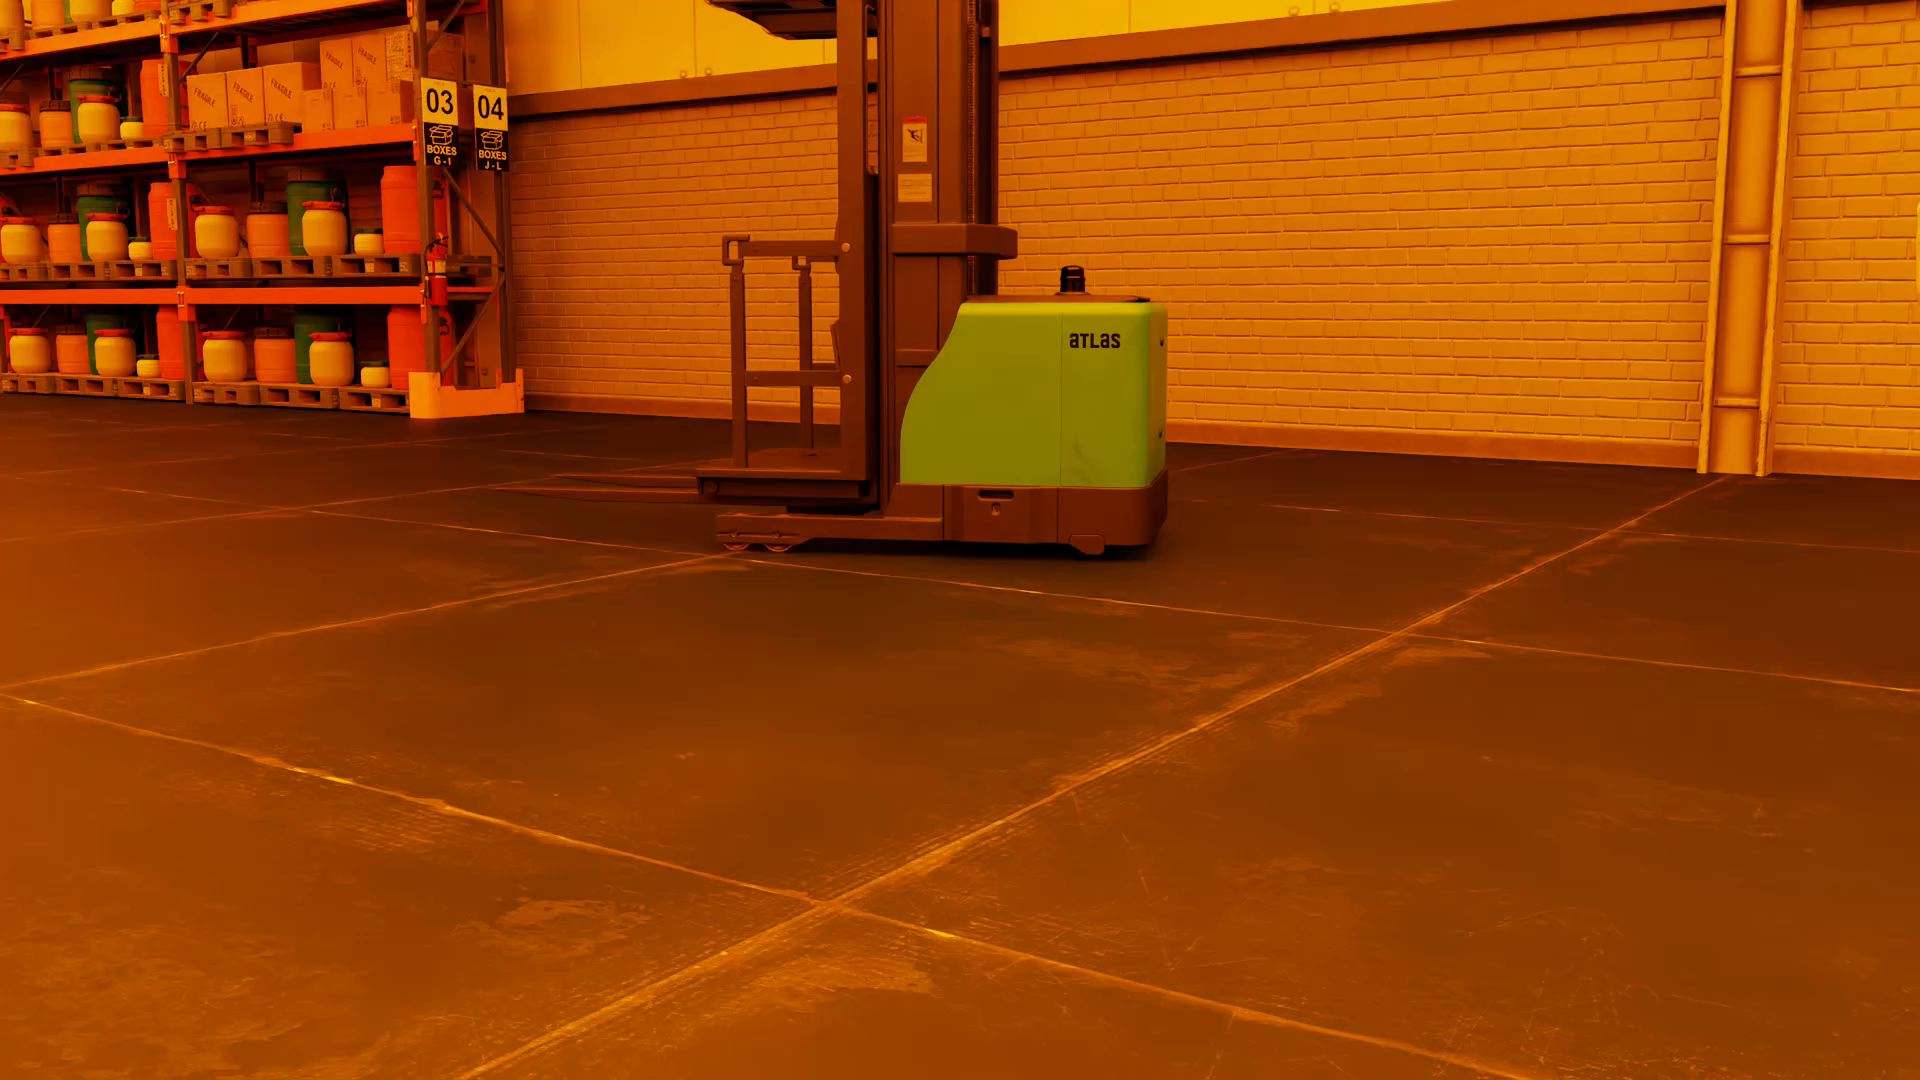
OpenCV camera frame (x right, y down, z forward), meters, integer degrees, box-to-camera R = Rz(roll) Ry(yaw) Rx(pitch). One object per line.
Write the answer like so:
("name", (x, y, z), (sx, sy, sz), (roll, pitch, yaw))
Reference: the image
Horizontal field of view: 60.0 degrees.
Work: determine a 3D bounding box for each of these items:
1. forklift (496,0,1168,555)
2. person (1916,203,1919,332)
("forklift", (-0.596, -1.469, 7.520), (3.031, 2.935, 1.130), (2, 8, 12))
("person", (3.000, -0.483, 4.700), (0.577, 1.760, 0.665), (3, 9, 22))
